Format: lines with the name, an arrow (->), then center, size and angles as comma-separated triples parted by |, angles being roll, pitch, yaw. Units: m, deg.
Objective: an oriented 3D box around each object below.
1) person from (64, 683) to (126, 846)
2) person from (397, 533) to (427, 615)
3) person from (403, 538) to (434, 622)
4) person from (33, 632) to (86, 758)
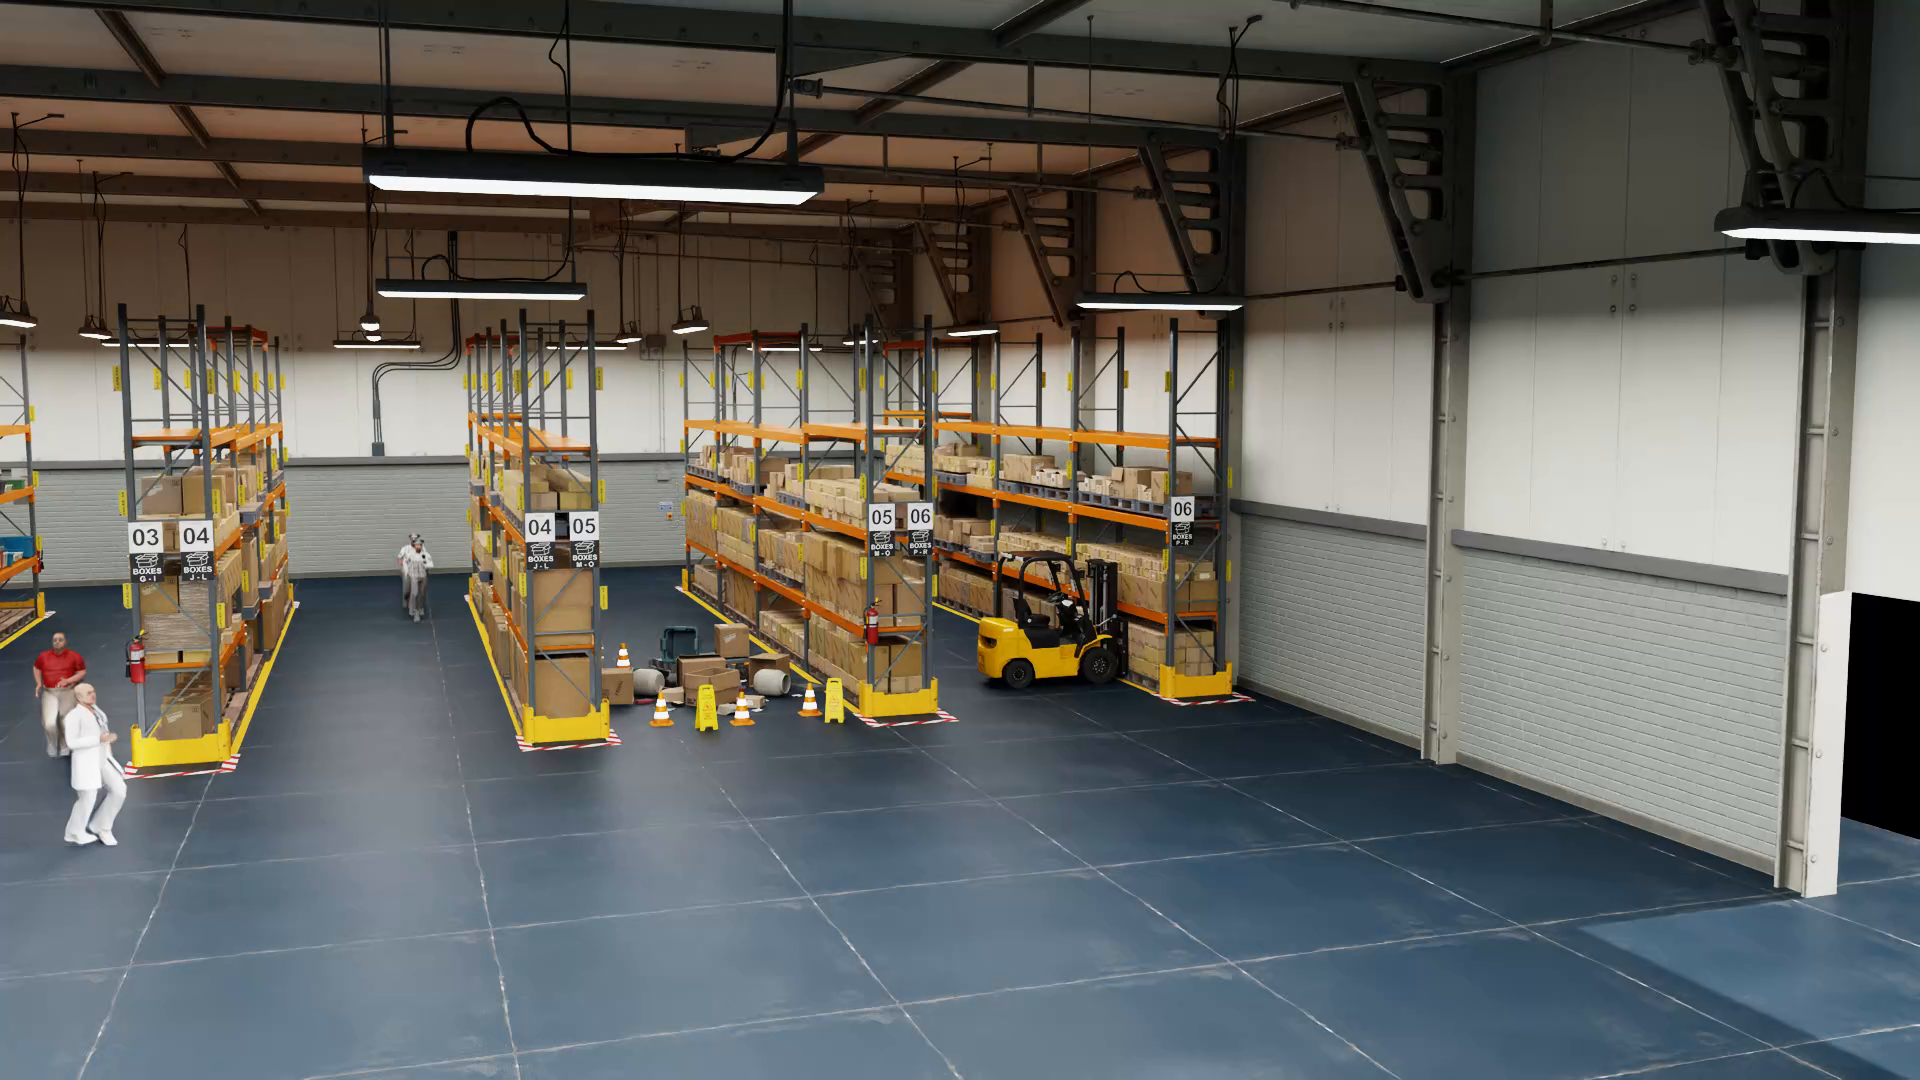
person -> -9.309, 2.435, 17.885 | 0.755, 1.813, 0.688 | 1, 6, 12
person -> -11.890, 0.713, 36.198 | 0.661, 1.761, 0.734 | -2, 6, -21
person -> -11.412, 0.817, 35.073 | 0.596, 1.721, 0.865 | -2, 6, -22
person -> -11.939, 2.064, 22.049 | 0.647, 1.685, 0.622 | -2, 6, -22
